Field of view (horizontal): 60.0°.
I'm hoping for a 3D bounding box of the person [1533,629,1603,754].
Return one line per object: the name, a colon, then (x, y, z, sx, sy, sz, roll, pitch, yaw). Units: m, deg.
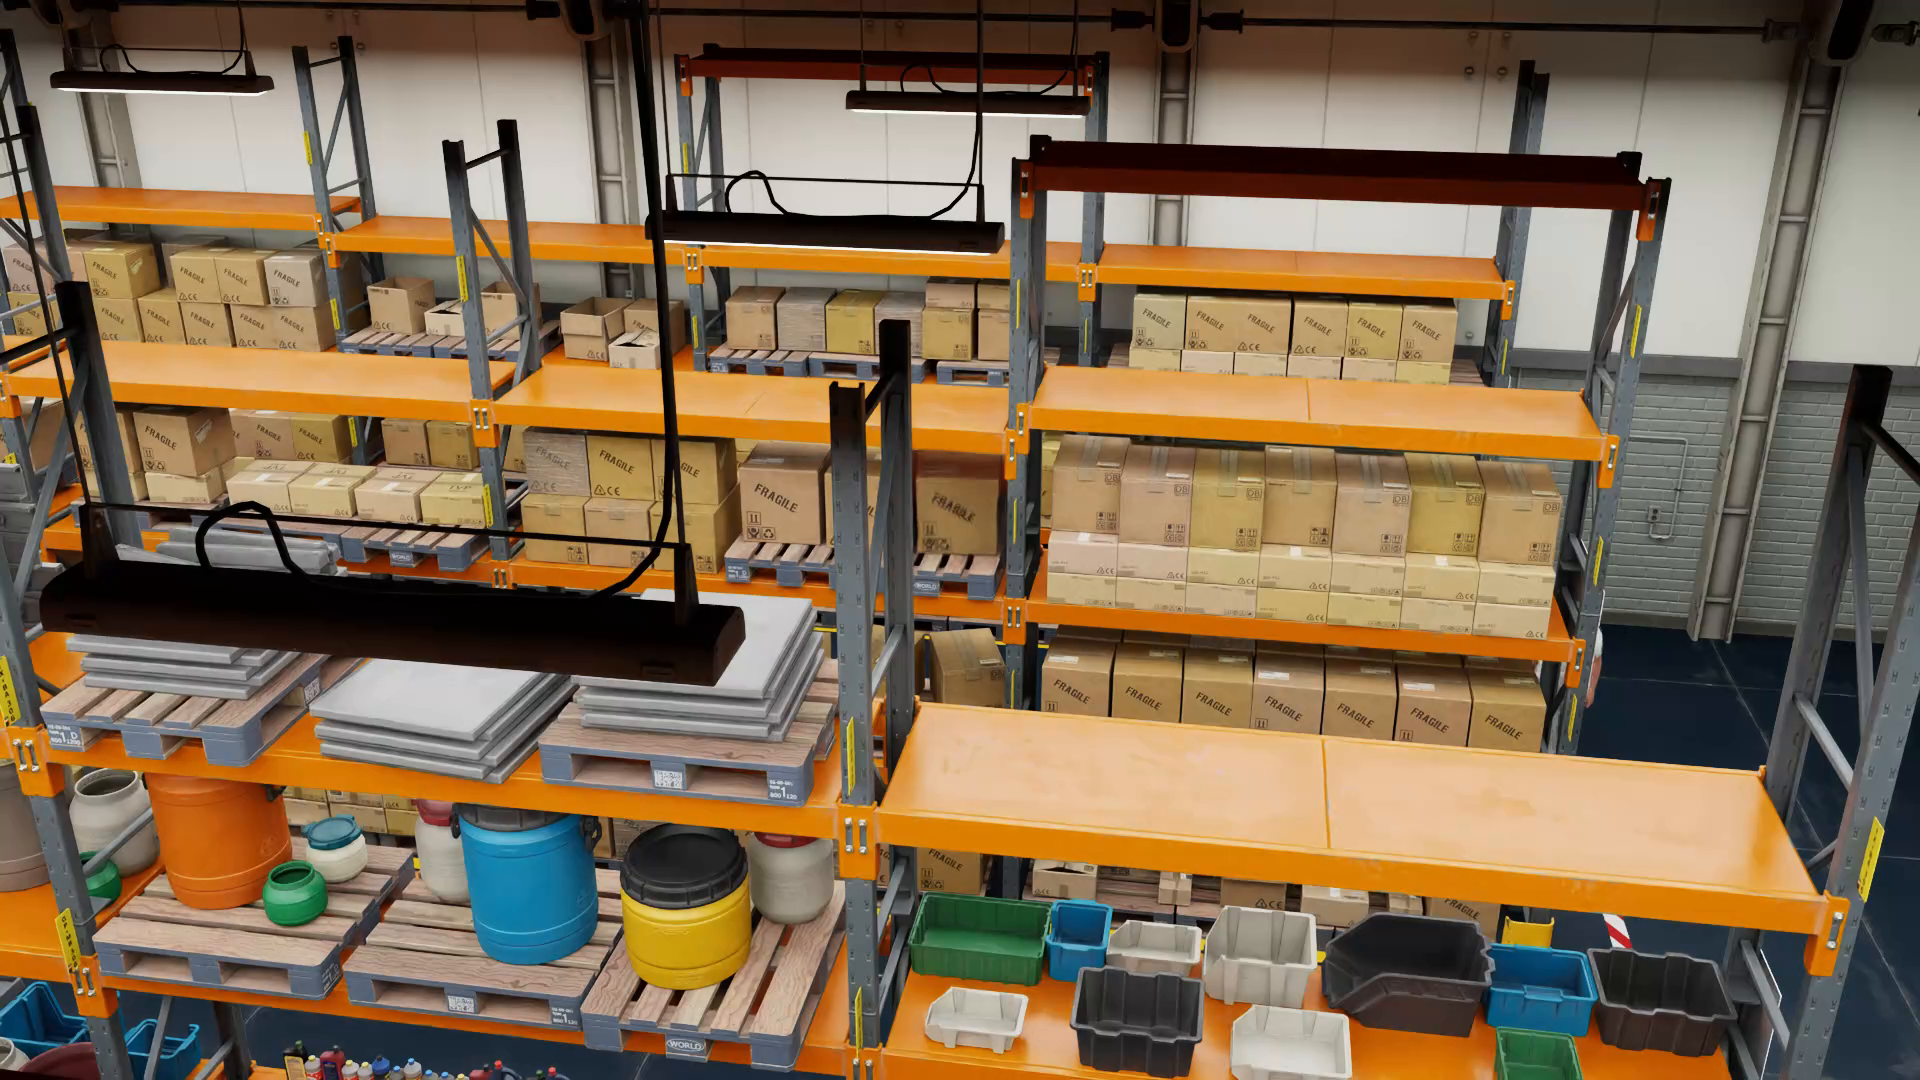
person: (5.518, 1.273, 15.091, 0.510, 1.715, 0.967, -2, 23, -5)
